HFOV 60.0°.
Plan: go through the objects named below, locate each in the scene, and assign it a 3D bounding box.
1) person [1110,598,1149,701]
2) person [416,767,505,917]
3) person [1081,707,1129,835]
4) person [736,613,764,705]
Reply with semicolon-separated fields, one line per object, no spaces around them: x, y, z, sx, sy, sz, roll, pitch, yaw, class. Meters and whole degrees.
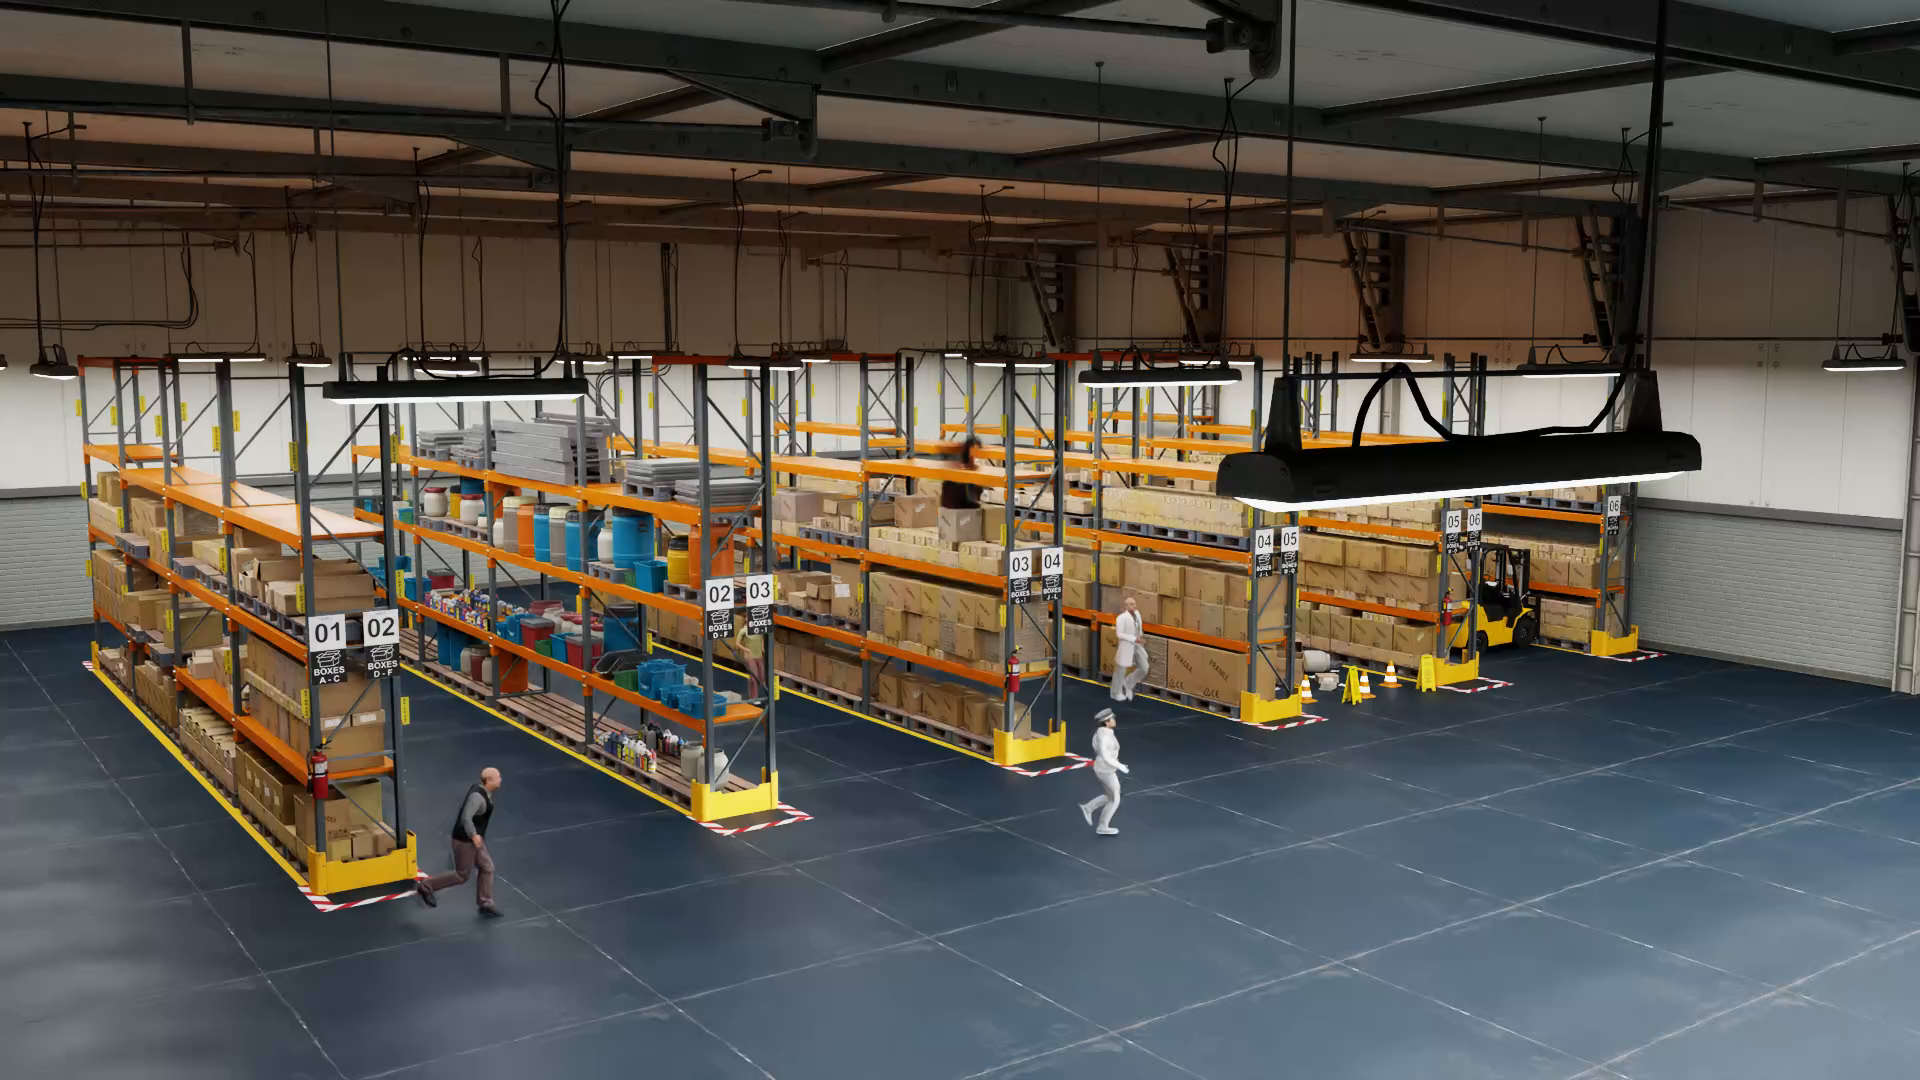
2.859;1.821;27.652;0.735;1.752;0.816;-6;9;-39;person
-5.483;3.333;18.226;0.942;1.690;0.672;-2;7;-14;person
1.846;2.940;21.233;0.581;1.644;0.669;0;7;-3;person
-3.608;2.034;28.825;0.564;1.620;0.566;-5;9;-36;person
